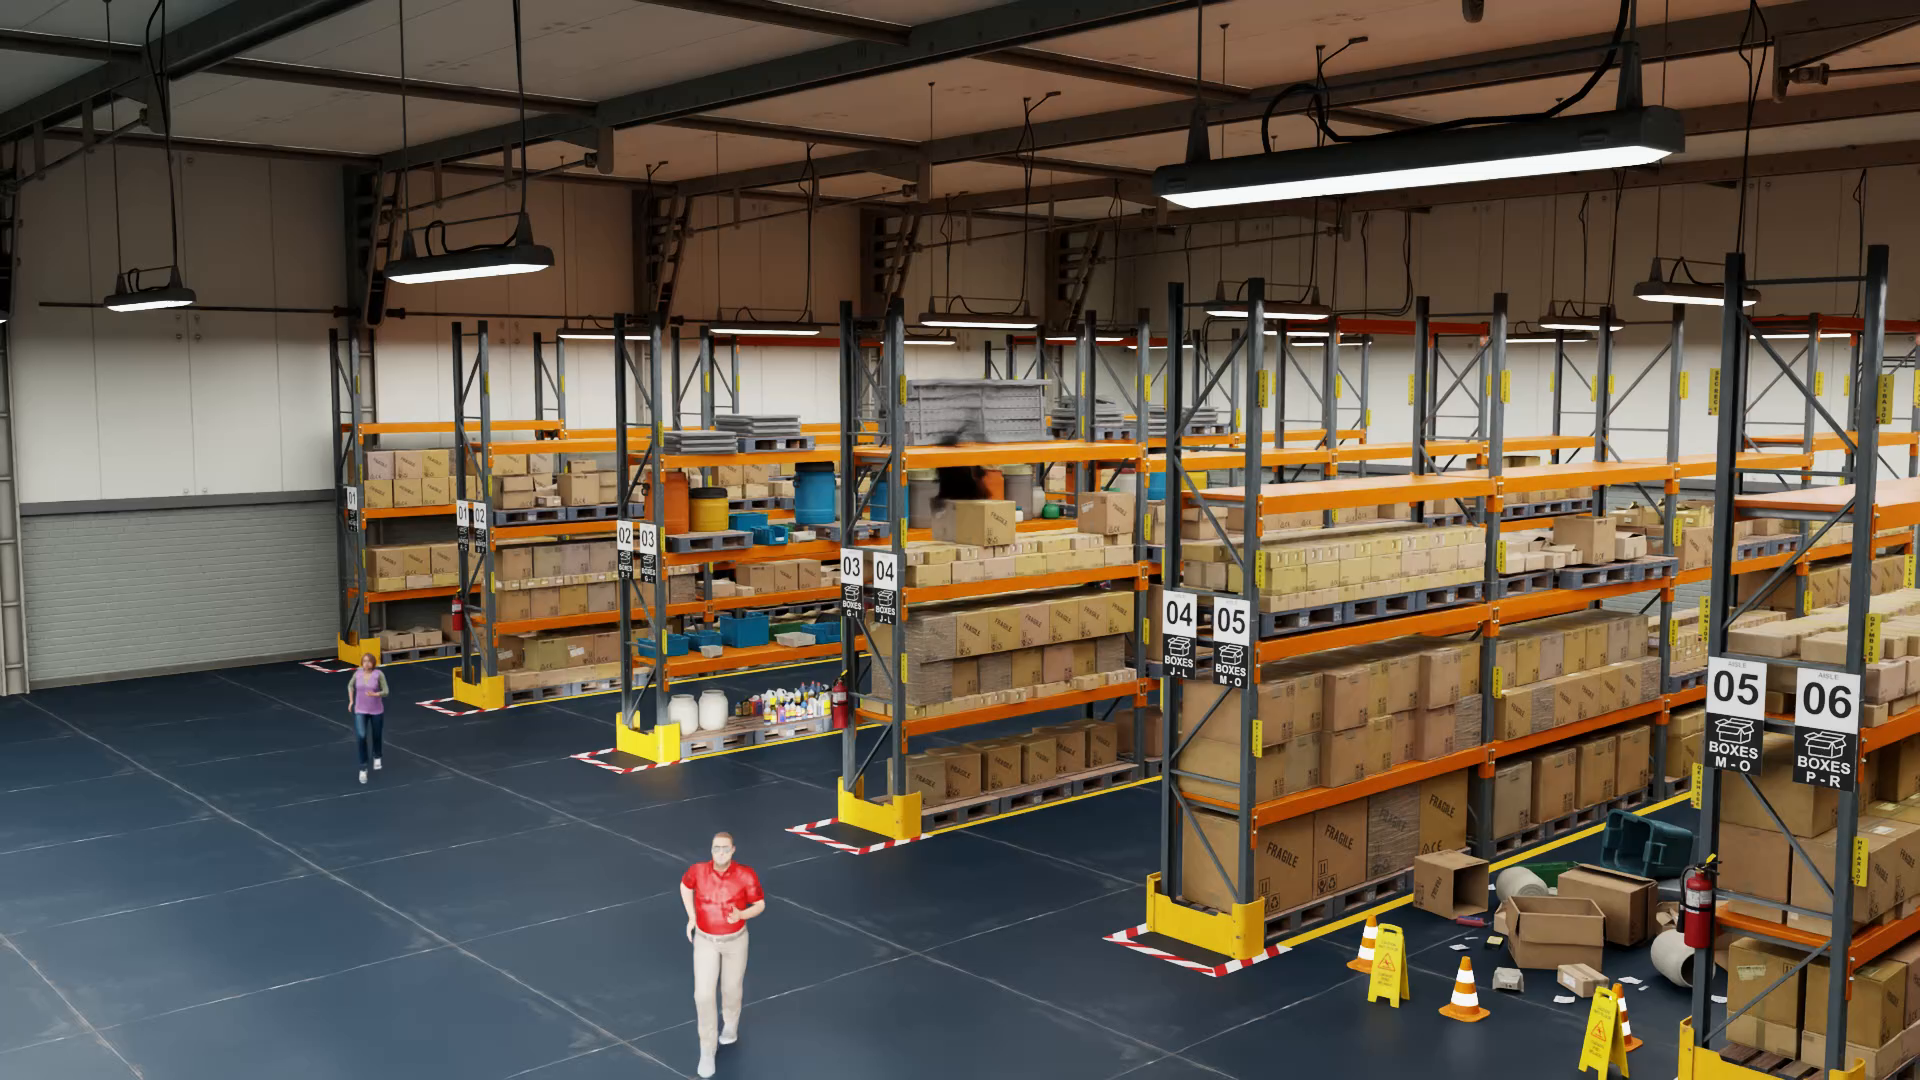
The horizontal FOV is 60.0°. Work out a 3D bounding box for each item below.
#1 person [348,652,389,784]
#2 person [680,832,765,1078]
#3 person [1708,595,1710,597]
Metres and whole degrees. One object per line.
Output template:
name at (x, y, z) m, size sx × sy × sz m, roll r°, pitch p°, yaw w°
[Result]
person at (-7.600, 2.246, 21.385) m, size 0.515 × 1.633 × 0.740 m, roll -2°, pitch 6°, yaw -16°
person at (-1.789, 3.084, 12.550) m, size 0.642 × 1.802 × 0.813 m, roll -1°, pitch 6°, yaw -7°
person at (11.780, 1.712, 26.210) m, size 0.559 × 1.762 × 0.680 m, roll -5°, pitch 7°, yaw -41°
